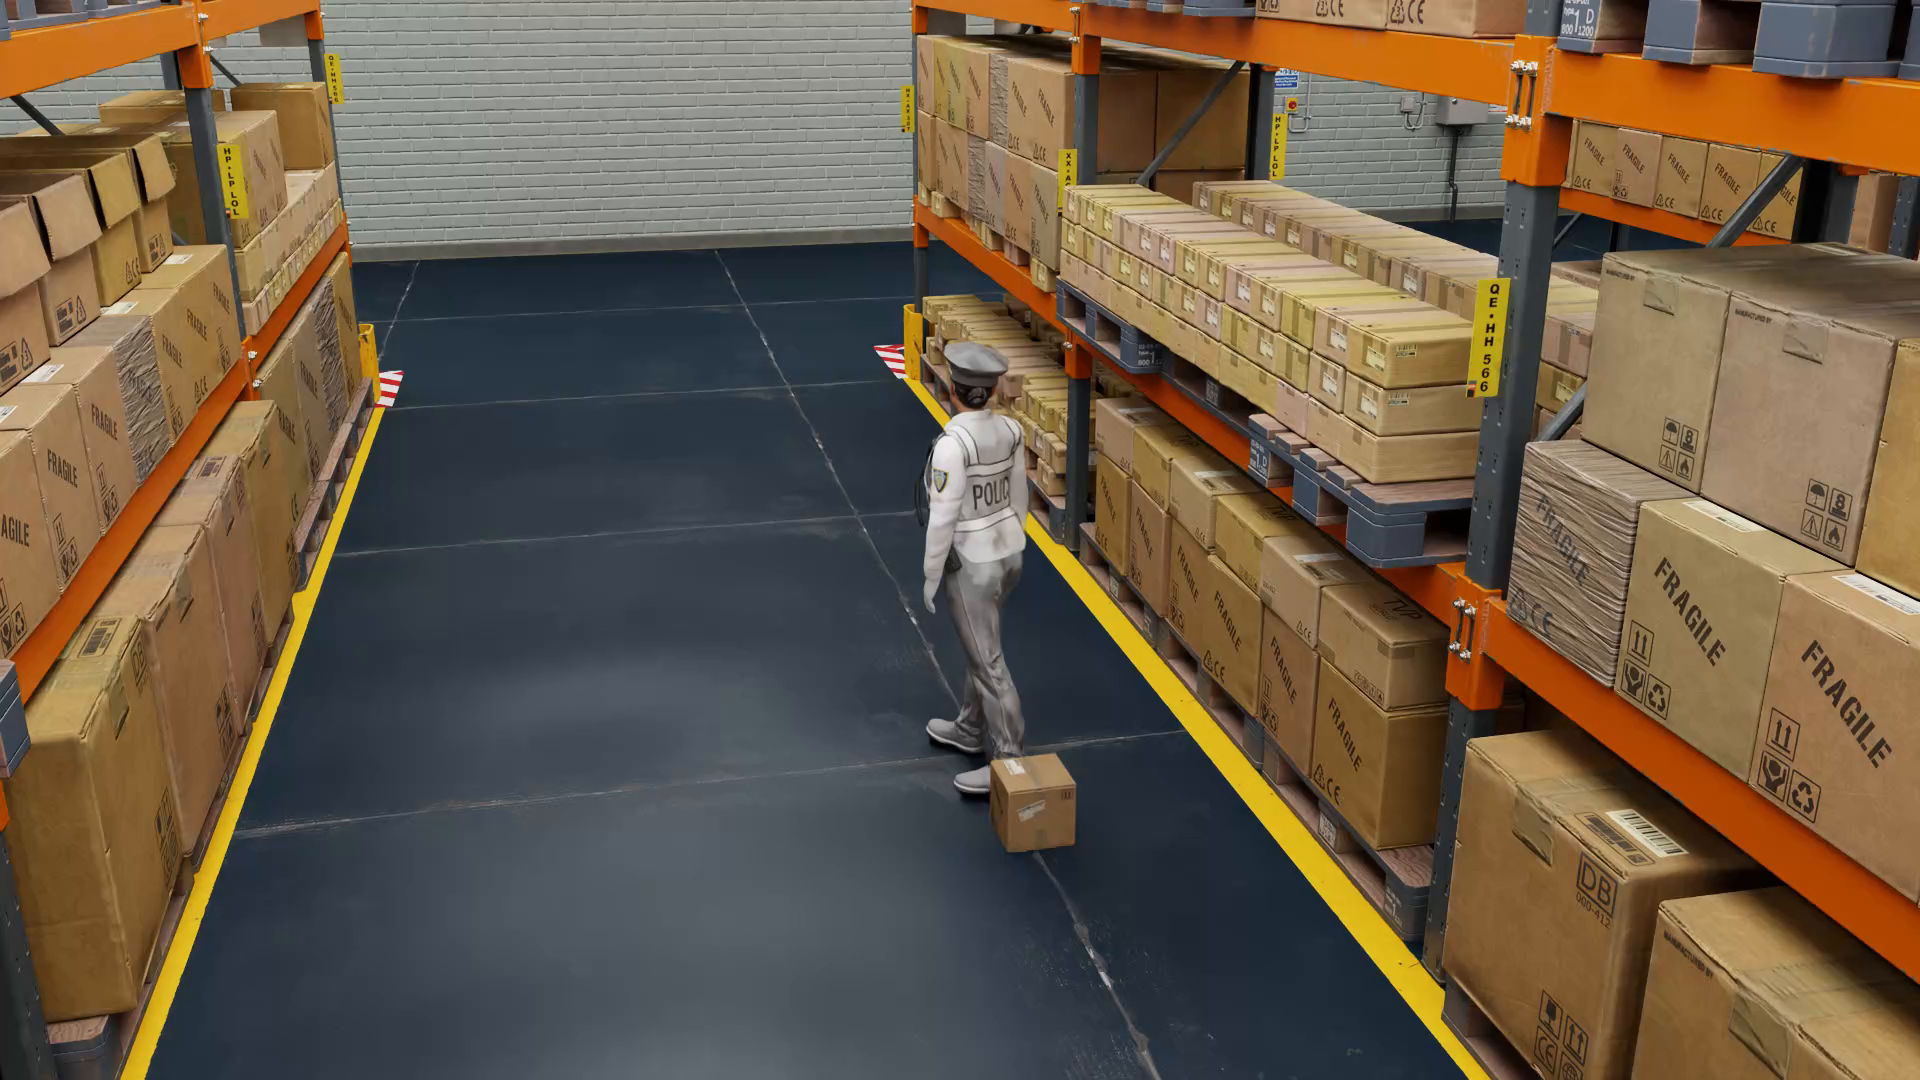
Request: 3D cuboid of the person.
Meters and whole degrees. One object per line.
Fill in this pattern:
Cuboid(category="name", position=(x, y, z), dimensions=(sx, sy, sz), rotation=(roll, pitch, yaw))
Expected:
Cuboid(category="person", position=(0.049, 0.095, 6.261), dimensions=(0.590, 1.660, 0.515), rotation=(12, 23, 31))
